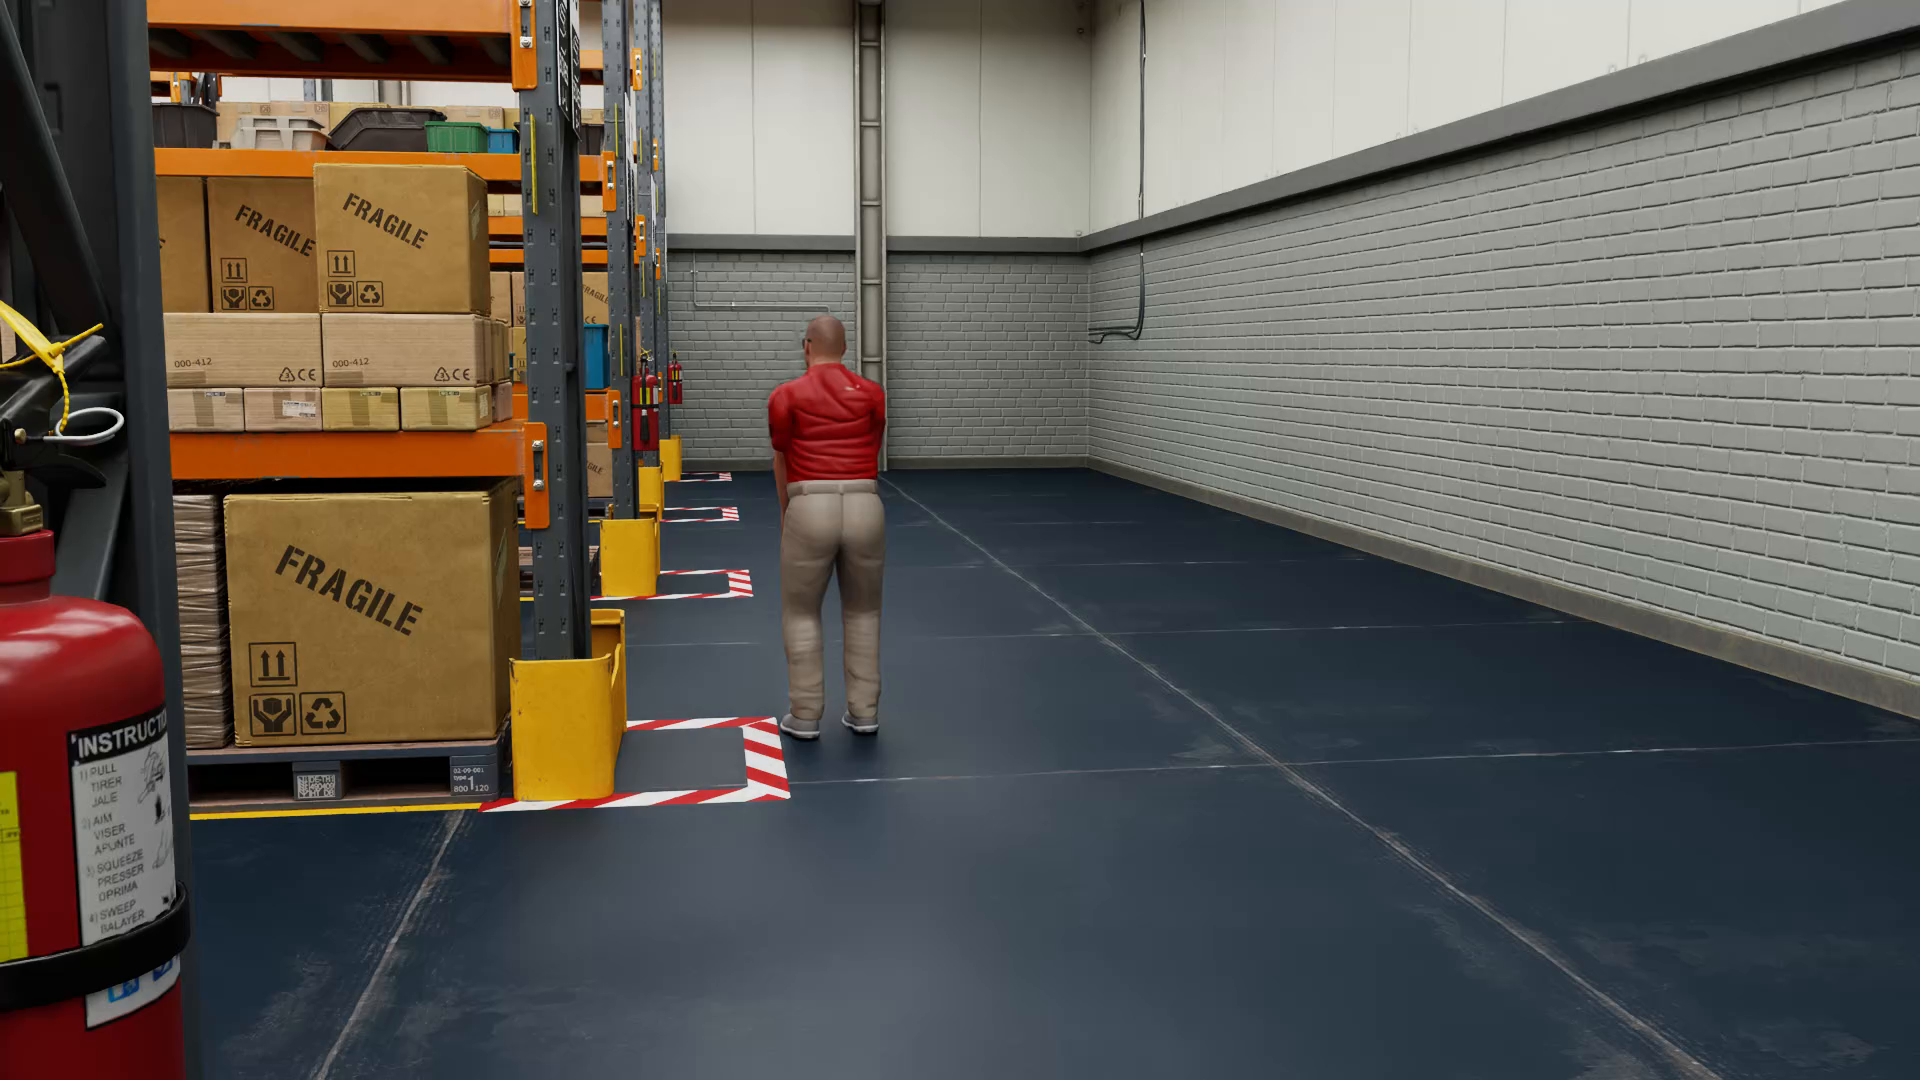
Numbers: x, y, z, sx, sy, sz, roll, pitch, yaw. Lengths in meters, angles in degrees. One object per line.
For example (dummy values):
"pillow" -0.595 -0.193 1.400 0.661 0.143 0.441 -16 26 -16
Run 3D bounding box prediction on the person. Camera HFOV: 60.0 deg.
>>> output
"person" -0.558 -0.061 6.876 0.489 1.726 0.554 -2 7 -17
